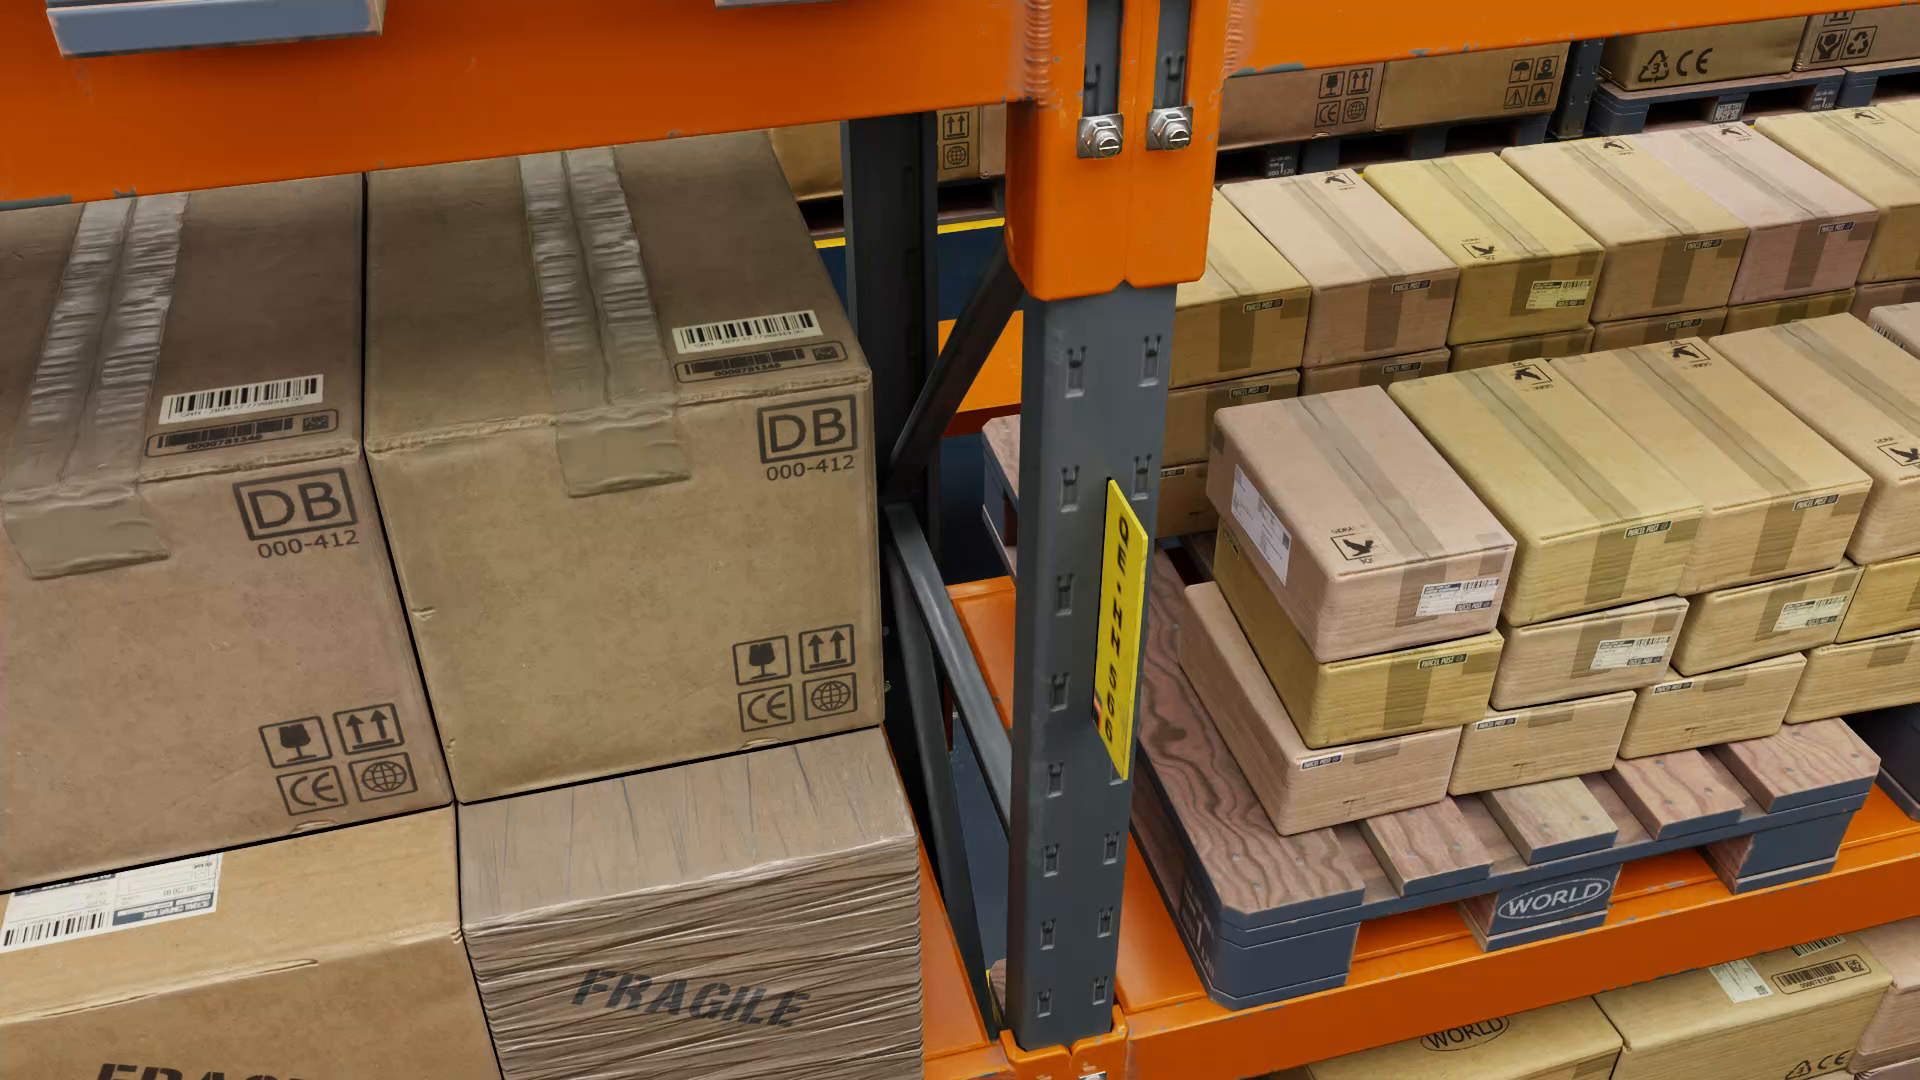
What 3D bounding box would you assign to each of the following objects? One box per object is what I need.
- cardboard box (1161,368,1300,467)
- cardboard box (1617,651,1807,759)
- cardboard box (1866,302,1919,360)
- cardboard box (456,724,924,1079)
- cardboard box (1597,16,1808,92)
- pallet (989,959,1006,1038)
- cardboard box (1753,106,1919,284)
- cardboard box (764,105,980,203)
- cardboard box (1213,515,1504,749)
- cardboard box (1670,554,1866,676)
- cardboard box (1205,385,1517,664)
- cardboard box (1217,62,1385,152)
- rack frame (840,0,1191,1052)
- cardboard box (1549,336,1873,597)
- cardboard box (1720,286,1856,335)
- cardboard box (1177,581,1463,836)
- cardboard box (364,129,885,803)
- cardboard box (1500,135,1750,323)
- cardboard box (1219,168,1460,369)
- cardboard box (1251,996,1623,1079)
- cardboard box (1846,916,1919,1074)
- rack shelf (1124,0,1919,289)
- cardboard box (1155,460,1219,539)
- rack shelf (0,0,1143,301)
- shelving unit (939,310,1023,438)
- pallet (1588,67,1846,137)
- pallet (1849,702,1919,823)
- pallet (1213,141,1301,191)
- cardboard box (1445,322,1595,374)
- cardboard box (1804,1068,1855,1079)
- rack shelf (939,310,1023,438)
[{"bbox_3d":[0.372,-0.298,2.787,0.250,0.149,0.380,-9,38,-11],"label":"cardboard box"},{"bbox_3d":[1.018,0.128,2.475,0.250,0.149,0.380,-7,38,-10],"label":"cardboard box"},{"bbox_3d":[1.524,-0.196,2.409,0.250,0.149,0.380,-8,38,-10],"label":"cardboard box"},{"bbox_3d":[-0.351,0.422,2.148,0.500,0.500,0.500,-9,38,-12],"label":"cardboard box"},{"bbox_3d":[3.338,-2.707,7.723,0.875,0.875,0.875,-9,38,-12],"label":"cardboard box"},{"bbox_3d":[0.769,1.217,3.485,1.213,0.211,1.003,-9,38,-12],"label":"pallet"},{"bbox_3d":[1.616,-0.621,2.964,0.250,0.149,0.380,-8,38,-10],"label":"cardboard box"},{"bbox_3d":[-0.510,-2.113,6.946,0.875,0.875,1.225,-11,39,-14],"label":"cardboard box"},{"bbox_3d":[0.533,0.089,2.282,0.250,0.149,0.380,-8,38,-10],"label":"cardboard box"},{"bbox_3d":[1.051,0.000,2.397,0.250,0.149,0.380,-10,39,-13],"label":"cardboard box"},{"bbox_3d":[0.515,-0.031,2.193,0.250,0.149,0.380,-9,38,-12],"label":"cardboard box"},{"bbox_3d":[1.205,-2.394,7.314,0.875,0.875,1.225,-11,39,-14],"label":"cardboard box"},{"bbox_3d":[0.014,0.233,2.477,0.127,3.000,1.000,-9,38,-12],"label":"rack frame"},{"bbox_3d":[1.007,-0.111,2.297,0.250,0.149,0.380,-10,38,-12],"label":"cardboard box"},{"bbox_3d":[1.365,-0.462,3.001,0.250,0.149,0.380,-10,38,-12],"label":"cardboard box"},{"bbox_3d":[0.499,0.213,2.364,0.250,0.149,0.380,-10,38,-13],"label":"cardboard box"},{"bbox_3d":[-0.422,-0.139,2.058,0.500,0.500,0.700,-10,38,-12],"label":"cardboard box"},{"bbox_3d":[1.120,-0.542,2.861,0.250,0.149,0.380,-8,38,-11],"label":"cardboard box"},{"bbox_3d":[0.611,-0.456,2.748,0.250,0.149,0.380,-10,38,-13],"label":"cardboard box"},{"bbox_3d":[0.743,0.794,2.838,0.500,0.250,0.500,-11,39,-14],"label":"cardboard box"},{"bbox_3d":[1.713,0.642,3.036,0.500,0.250,0.500,-9,38,-12],"label":"cardboard box"},{"bbox_3d":[1.945,-0.990,2.198,4.000,0.370,1.077,-9,38,-12],"label":"rack shelf"},{"bbox_3d":[0.370,-0.182,2.880,0.250,0.149,0.380,-9,38,-11],"label":"cardboard box"},{"bbox_3d":[-1.917,-0.356,1.370,4.000,0.370,1.077,-9,38,-12],"label":"rack shelf"},{"bbox_3d":[-0.074,-0.584,4.779,1.083,1.500,0.587,-9,38,-12],"label":"shelving unit"},{"bbox_3d":[3.435,-2.293,8.074,1.213,0.211,1.003,-9,38,-12],"label":"pallet"},{"bbox_3d":[1.914,-0.029,2.977,1.213,0.211,1.003,-9,38,-12],"label":"pallet"},{"bbox_3d":[0.775,-1.857,7.504,1.213,0.211,1.003,-9,38,-12],"label":"pallet"},{"bbox_3d":[0.883,-0.384,2.900,0.250,0.149,0.380,-8,38,-11],"label":"cardboard box"},{"bbox_3d":[1.248,1.015,3.167,0.500,0.500,0.500,-9,38,-11],"label":"cardboard box"},{"bbox_3d":[-0.082,-0.439,4.886,1.000,0.185,0.538,-9,38,-12],"label":"rack shelf"}]
